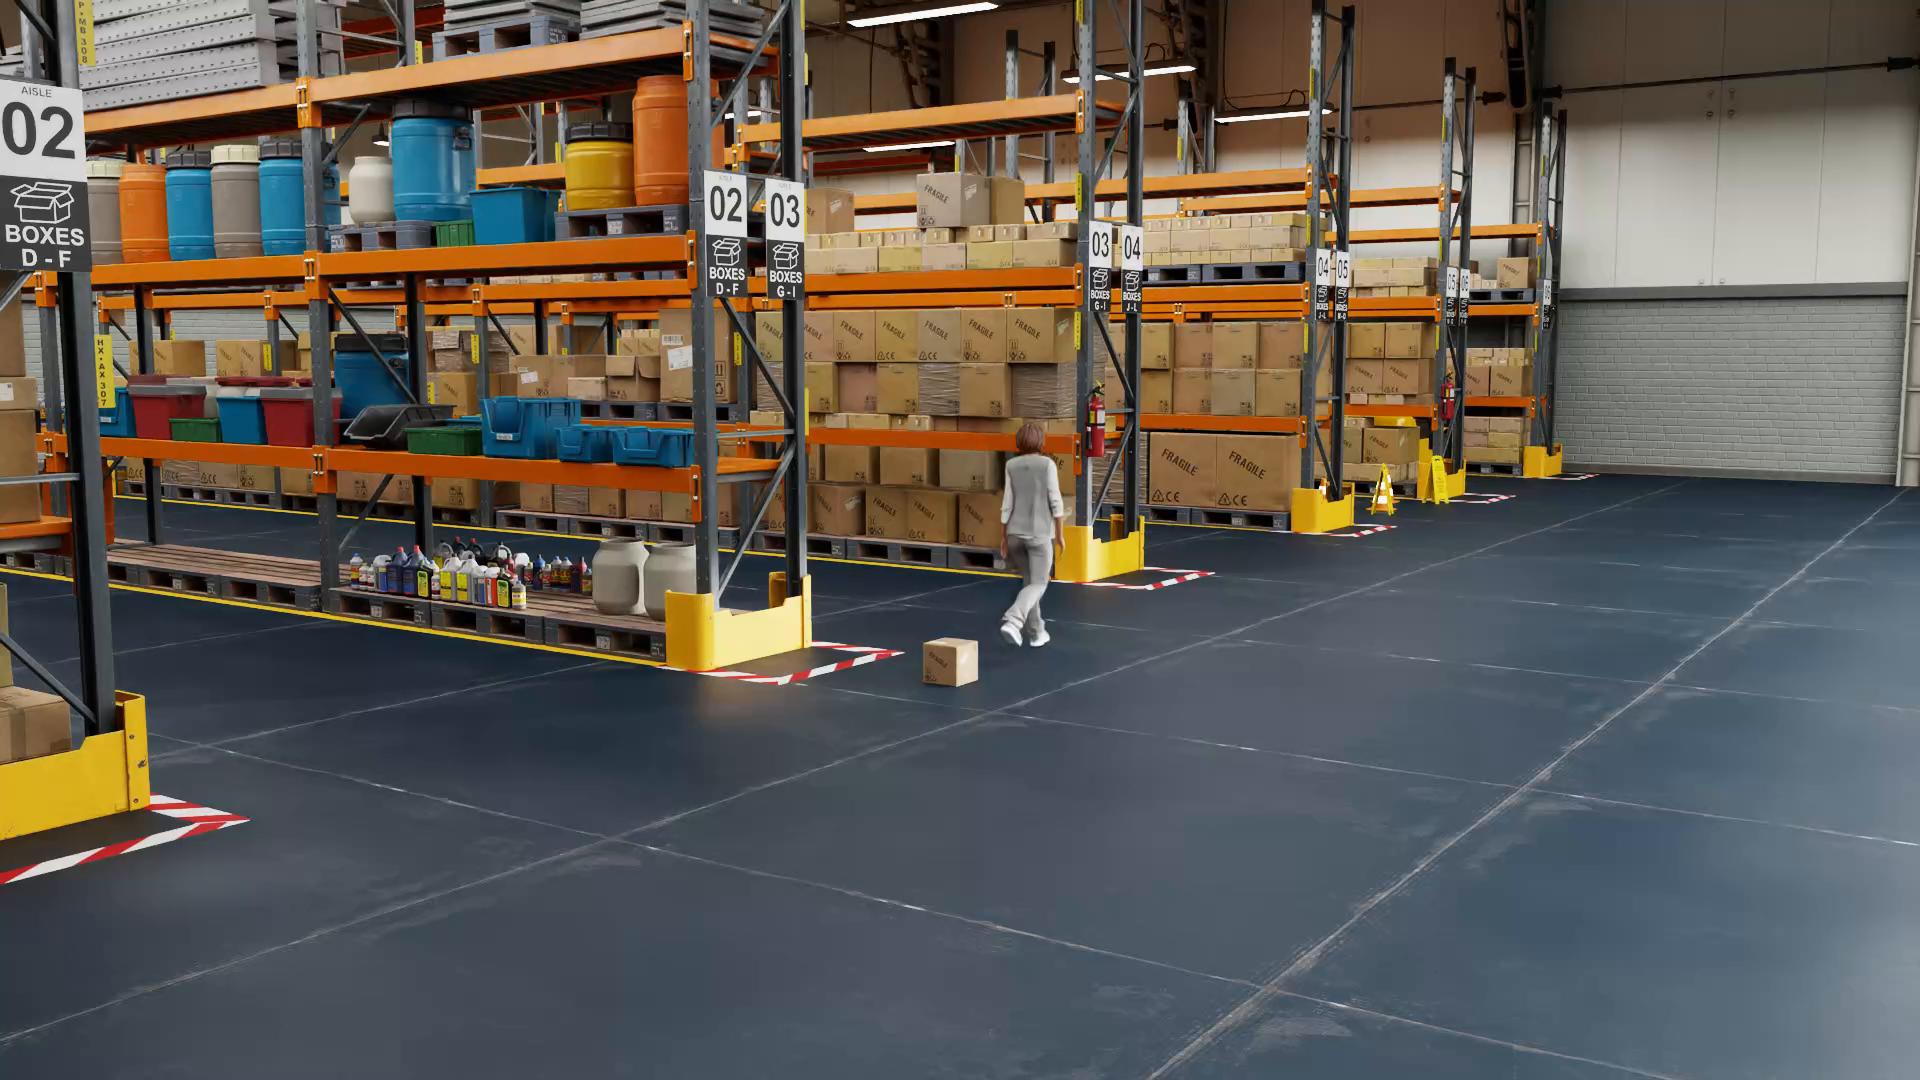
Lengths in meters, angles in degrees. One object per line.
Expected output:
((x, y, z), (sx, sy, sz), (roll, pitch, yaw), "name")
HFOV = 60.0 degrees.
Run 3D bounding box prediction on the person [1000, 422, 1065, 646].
((0.468, -0.018, 11.292), (0.427, 1.558, 0.864), (3, 7, 28), "person")
